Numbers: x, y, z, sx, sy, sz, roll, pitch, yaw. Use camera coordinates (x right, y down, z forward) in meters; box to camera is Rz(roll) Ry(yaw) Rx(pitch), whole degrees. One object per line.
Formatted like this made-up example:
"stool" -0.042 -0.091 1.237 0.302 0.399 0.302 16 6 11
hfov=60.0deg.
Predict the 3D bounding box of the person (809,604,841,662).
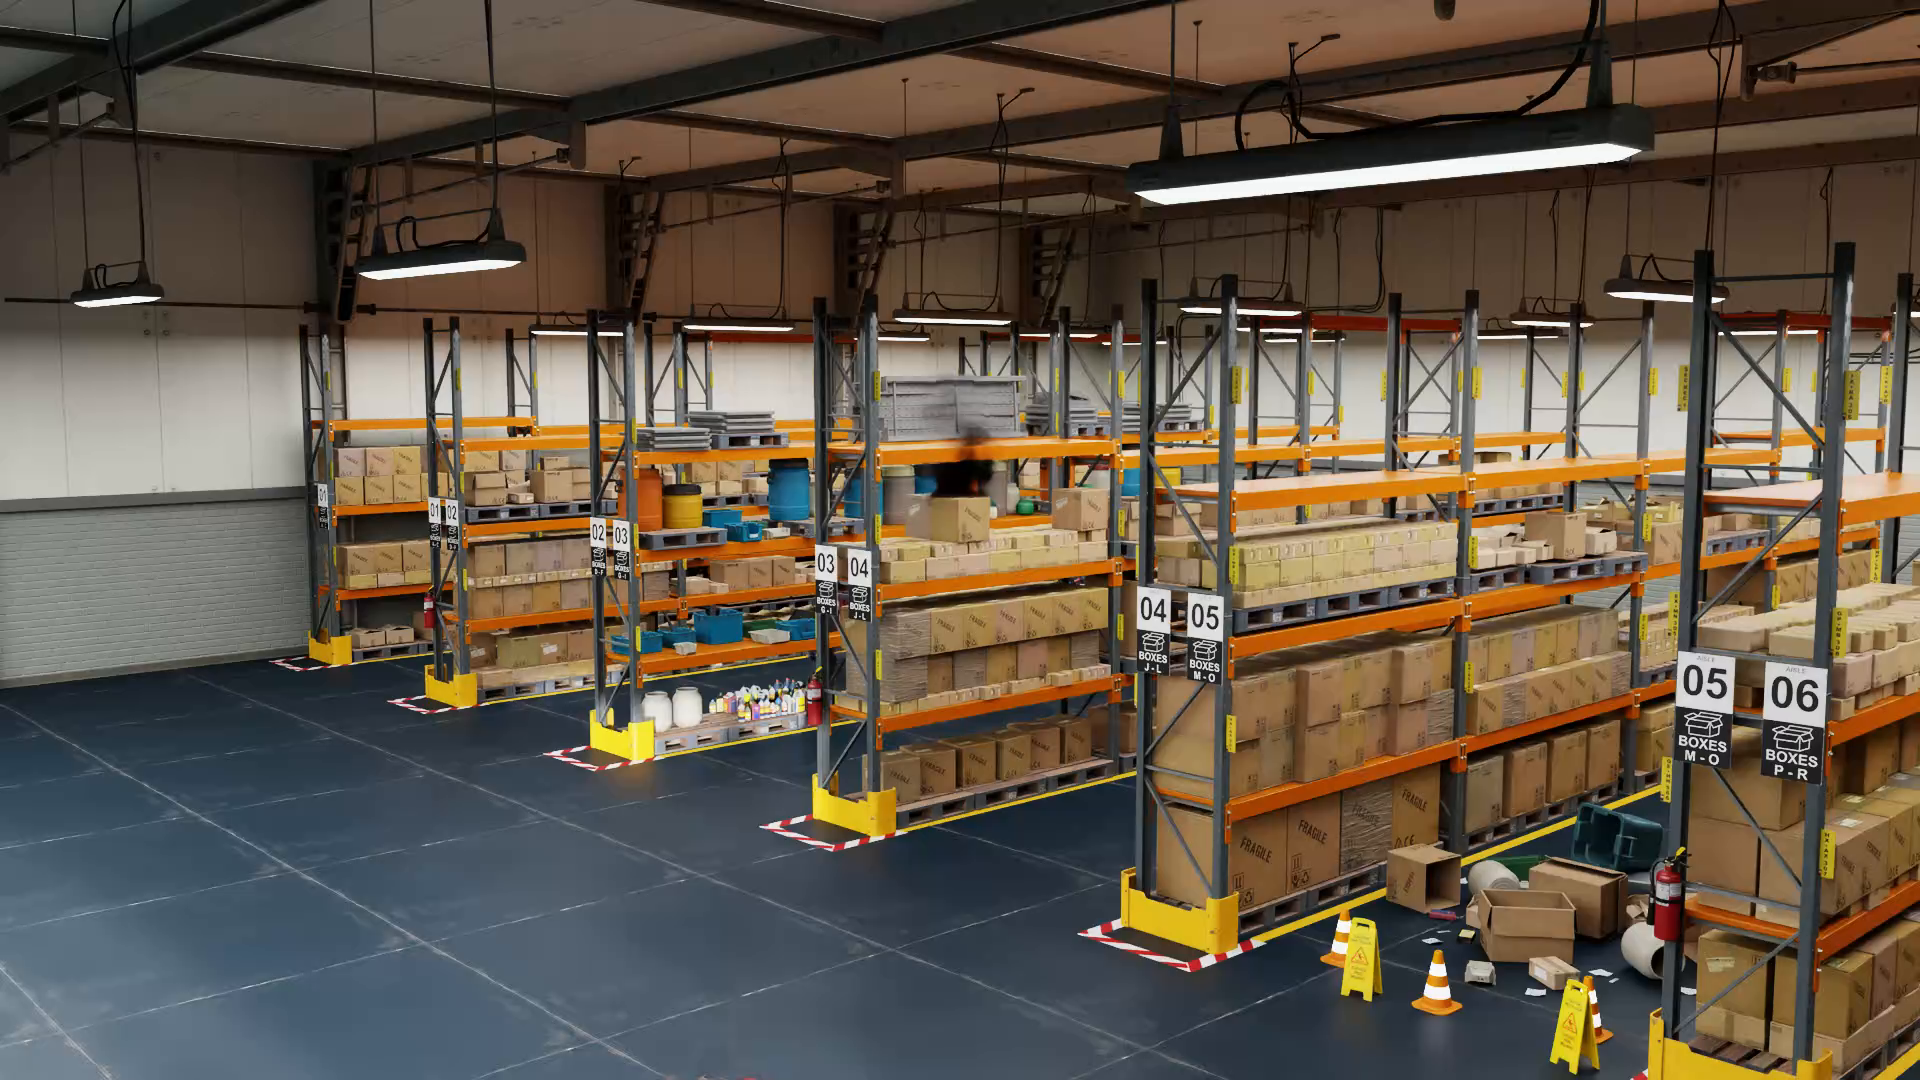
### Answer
"person" -2.243 1.575 27.700 0.623 1.599 0.566 4 7 34
